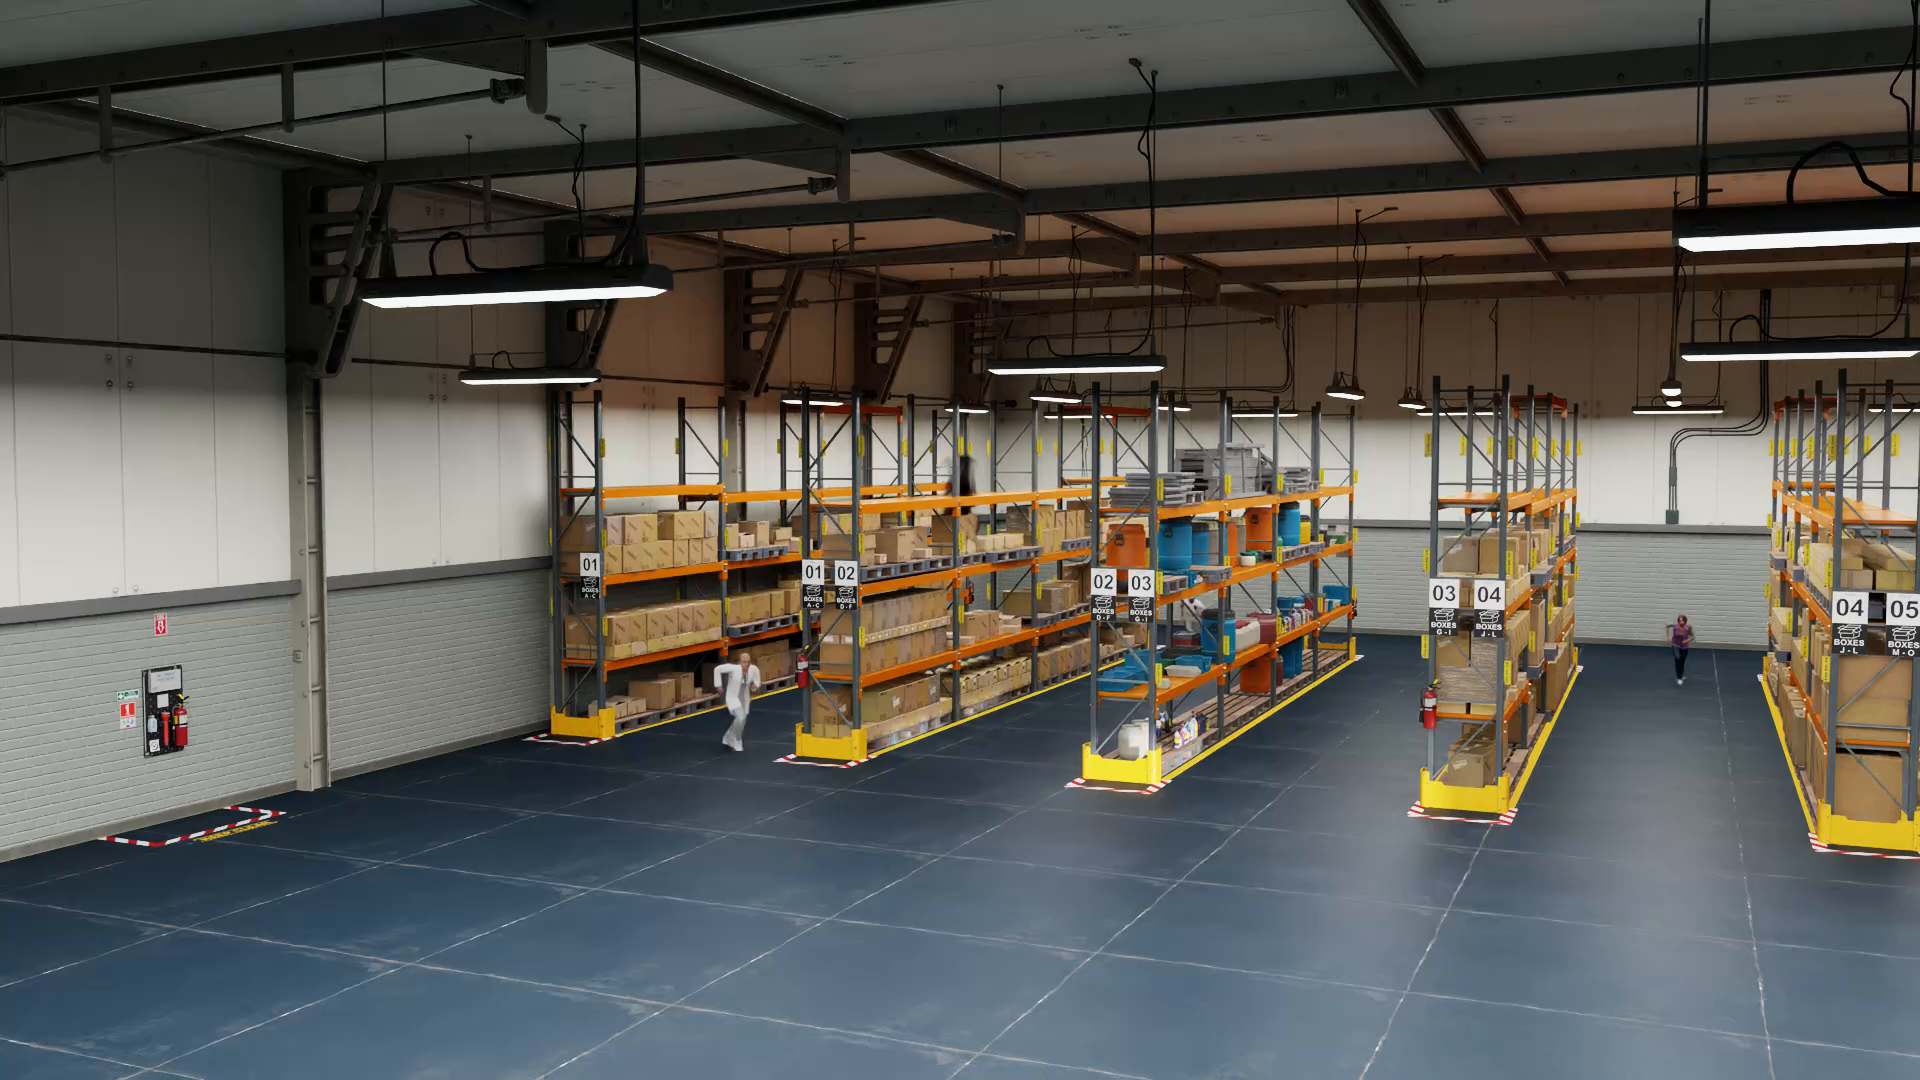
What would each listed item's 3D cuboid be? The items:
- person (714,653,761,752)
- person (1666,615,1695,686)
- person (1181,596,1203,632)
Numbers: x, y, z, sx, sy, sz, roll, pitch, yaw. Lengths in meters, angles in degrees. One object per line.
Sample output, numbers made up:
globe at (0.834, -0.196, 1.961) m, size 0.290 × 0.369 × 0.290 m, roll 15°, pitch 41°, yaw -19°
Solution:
person at (-3.666, 2.667, 27.337) m, size 0.723 × 1.663 × 1.014 m, roll -2°, pitch 4°, yaw -33°
person at (15.282, 2.321, 35.298) m, size 0.579 × 1.542 × 0.910 m, roll 1°, pitch 3°, yaw 24°
person at (5.646, 2.025, 40.287) m, size 0.611 × 1.617 × 0.966 m, roll 1°, pitch 3°, yaw 19°
